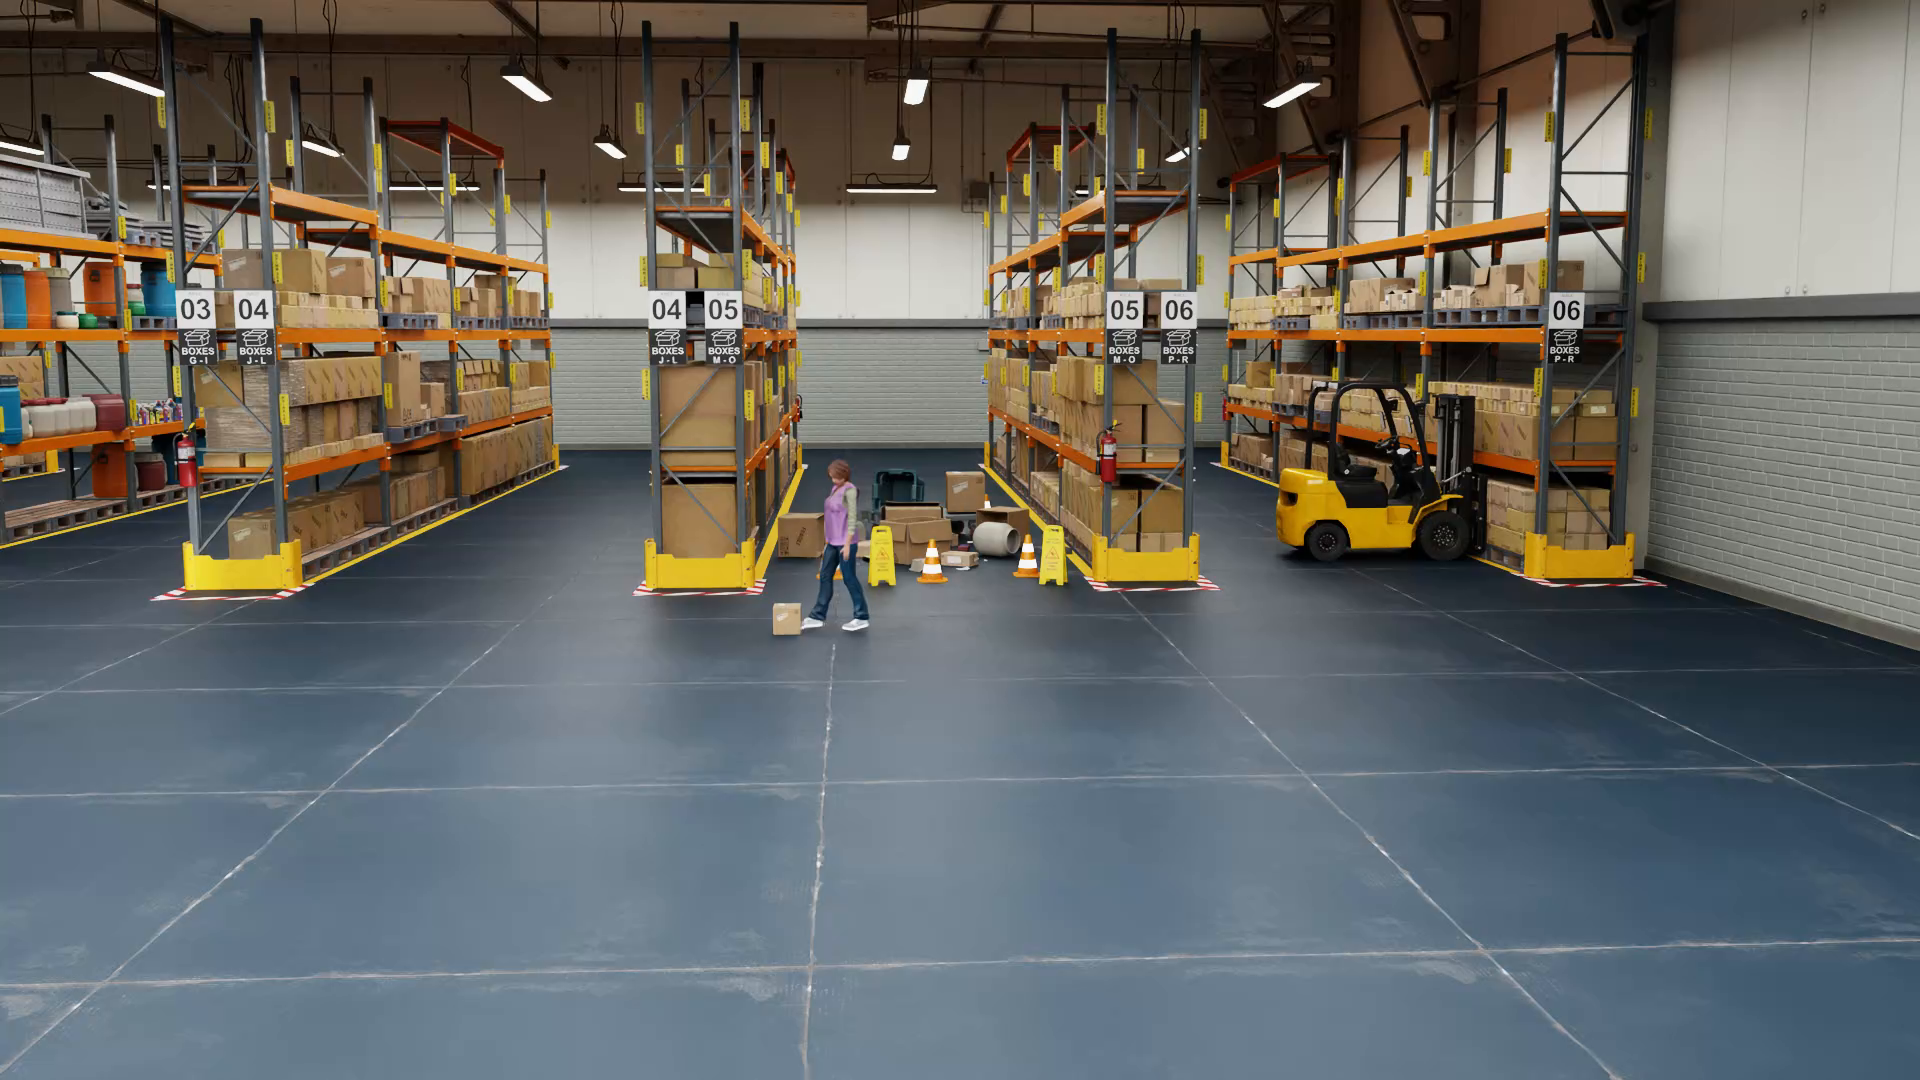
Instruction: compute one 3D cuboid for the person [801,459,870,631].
[{"bbox_3d":[-1.164,0.050,15.286,0.671,1.579,0.455,-3,8,-25],"label":"person"}]
